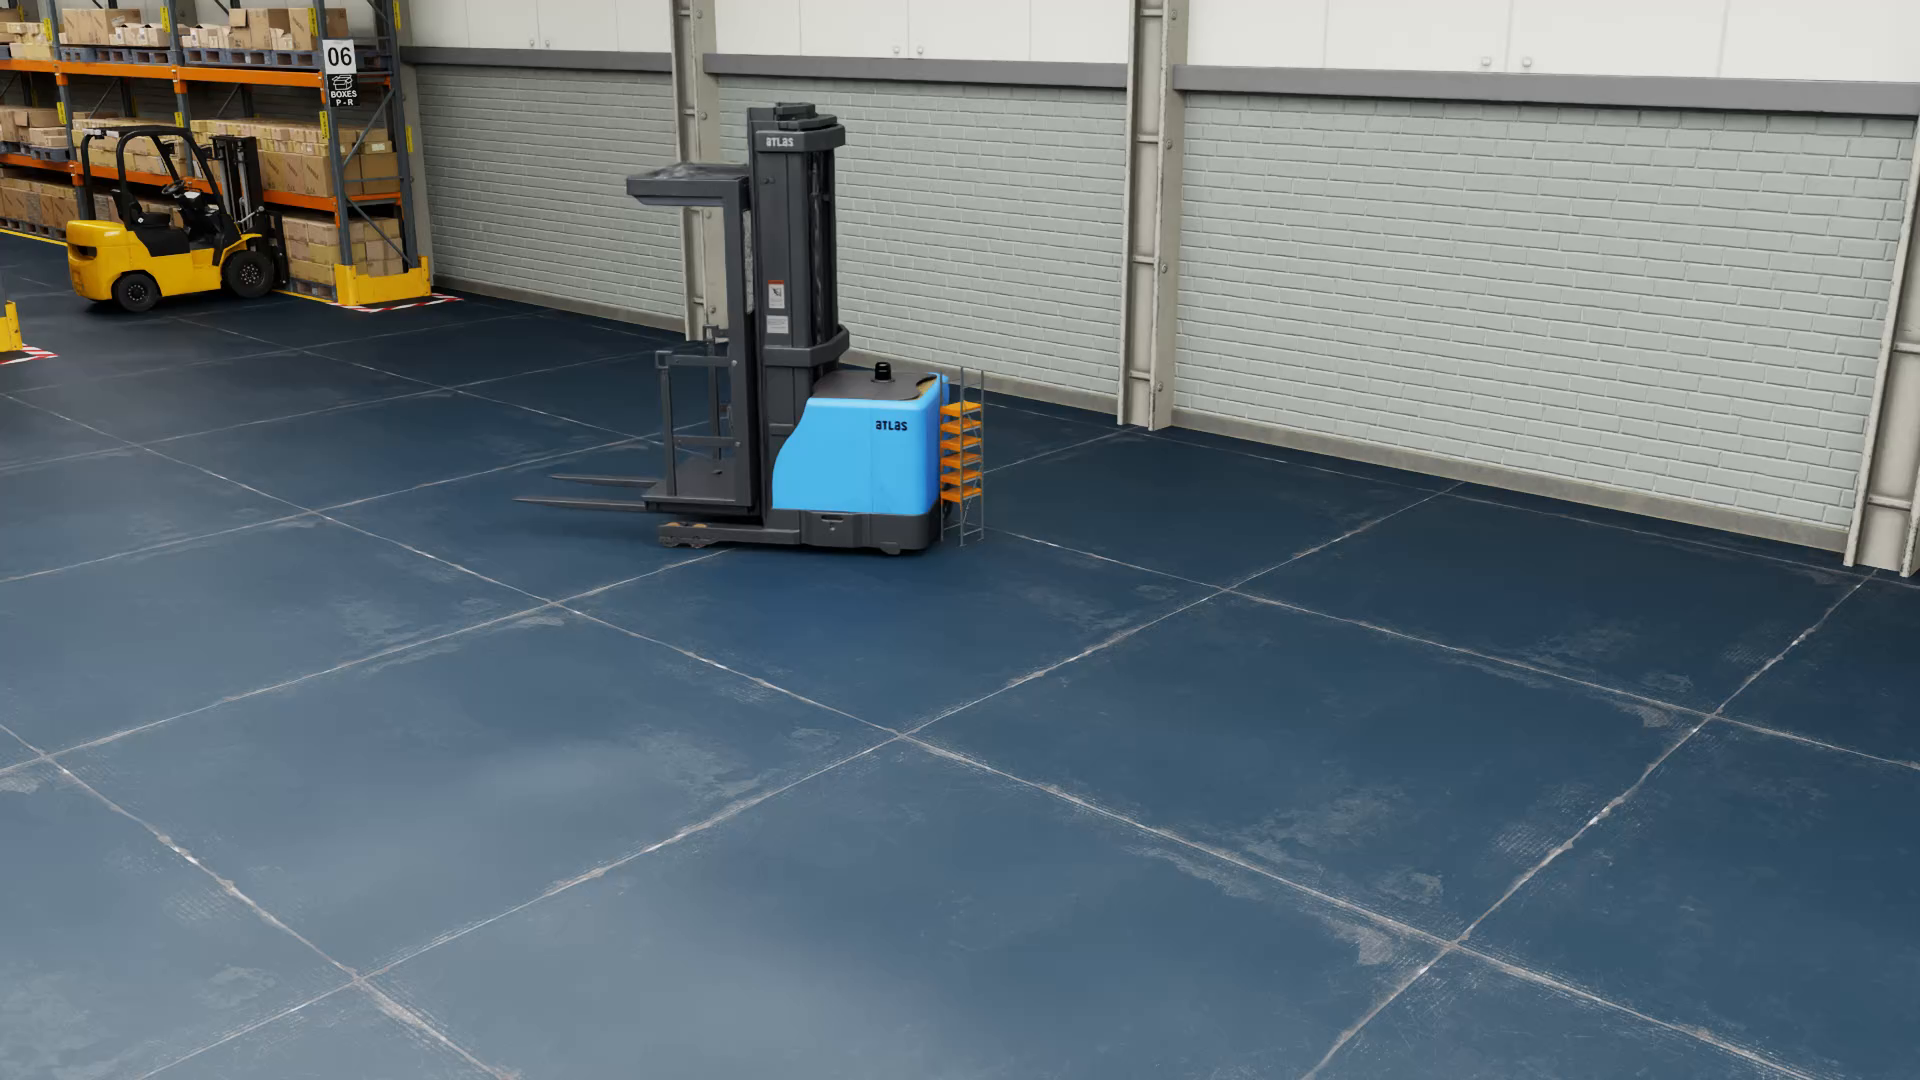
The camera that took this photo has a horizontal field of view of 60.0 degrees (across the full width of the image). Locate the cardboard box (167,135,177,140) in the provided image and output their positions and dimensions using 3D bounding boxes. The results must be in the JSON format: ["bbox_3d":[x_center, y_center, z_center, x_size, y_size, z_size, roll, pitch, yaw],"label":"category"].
[{"bbox_3d":[-10.999,-5.757,23.554,0.250,0.149,0.380,15,23,38],"label":"cardboard box"}]

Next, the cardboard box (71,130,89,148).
[{"bbox_3d":[-13.230,-6.154,25.464,0.500,0.250,0.500,15,23,39],"label":"cardboard box"}]

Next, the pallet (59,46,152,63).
[{"bbox_3d":[-12.816,-7.361,25.199,1.003,0.211,1.213,16,24,42],"label":"pallet"}]

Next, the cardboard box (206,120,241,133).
[{"bbox_3d":[-10.083,-5.673,22.799,0.250,0.149,0.380,15,23,40],"label":"cardboard box"}]

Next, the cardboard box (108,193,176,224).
[{"bbox_3d":[-12.432,-4.947,25.473,0.625,0.625,0.875,16,24,41],"label":"cardboard box"}]

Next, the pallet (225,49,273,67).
[{"bbox_3d":[-8.828,-6.311,21.726,1.213,0.211,1.003,15,23,39],"label":"pallet"}]

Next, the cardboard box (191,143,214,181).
[{"bbox_3d":[-10.233,-5.233,22.977,0.500,0.500,0.500,14,22,38],"label":"cardboard box"}]

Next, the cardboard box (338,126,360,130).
[{"bbox_3d":[-7.889,-5.255,21.482,0.250,0.149,0.380,16,23,40],"label":"cardboard box"}]

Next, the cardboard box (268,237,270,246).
[{"bbox_3d":[-9.111,-3.989,22.246,0.500,0.250,0.500,15,23,39],"label":"cardboard box"}]

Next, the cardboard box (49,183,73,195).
[{"bbox_3d":[-14.480,-5.671,26.886,0.250,0.149,0.380,16,24,41],"label":"cardboard box"}]

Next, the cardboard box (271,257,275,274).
[{"bbox_3d":[-9.098,-3.747,22.310,0.500,0.250,0.500,16,24,41],"label":"cardboard box"}]

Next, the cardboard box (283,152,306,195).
[{"bbox_3d":[-8.324,-4.724,21.372,0.500,0.500,0.500,16,24,41],"label":"cardboard box"}]

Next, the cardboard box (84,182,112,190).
[{"bbox_3d":[-13.986,-5.721,27.046,0.250,0.149,0.380,15,23,40],"label":"cardboard box"}]

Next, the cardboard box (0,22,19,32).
[{"bbox_3d":[-15.252,-8.184,26.547,0.250,0.149,0.380,15,23,40],"label":"cardboard box"}]

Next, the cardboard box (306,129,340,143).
[{"bbox_3d":[-8.012,-5.096,20.981,0.250,0.149,0.380,15,23,39],"label":"cardboard box"}]

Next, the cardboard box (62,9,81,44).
[{"bbox_3d":[-13.003,-7.661,24.810,0.500,0.500,0.500,15,23,40],"label":"cardboard box"}]

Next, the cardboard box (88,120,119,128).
[{"bbox_3d":[-12.930,-6.264,25.153,0.250,0.149,0.380,16,24,41],"label":"cardboard box"}]

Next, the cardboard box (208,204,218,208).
[{"bbox_3d":[-10.238,-4.532,23.131,0.500,0.250,0.500,15,23,38],"label":"cardboard box"}]

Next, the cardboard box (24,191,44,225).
[{"bbox_3d":[-15.003,-5.489,27.387,0.500,0.500,0.500,14,22,37],"label":"cardboard box"}]

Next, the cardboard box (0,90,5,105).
[{"bbox_3d":[-17.312,-7.727,29.517,0.500,0.500,0.500,14,23,38],"label":"cardboard box"}]

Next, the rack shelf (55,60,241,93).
[{"bbox_3d":[-11.887,-6.822,24.380,4.000,0.370,1.077,15,23,39],"label":"rack shelf"}]

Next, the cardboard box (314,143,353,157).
[{"bbox_3d":[-7.845,-4.894,20.835,0.250,0.149,0.380,15,23,40],"label":"cardboard box"}]

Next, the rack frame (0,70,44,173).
[{"bbox_3d":[-16.375,-6.940,28.521,0.127,3.000,1.000,15,23,39],"label":"rack frame"}]

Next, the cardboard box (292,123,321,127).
[{"bbox_3d":[-8.647,-5.462,22.134,0.250,0.149,0.380,15,23,40],"label":"cardboard box"}]

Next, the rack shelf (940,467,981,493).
[{"bbox_3d":[0.014,-0.413,11.470,0.180,0.103,0.258,14,23,38],"label":"rack shelf"}]

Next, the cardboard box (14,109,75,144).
[{"bbox_3d":[-14.727,-6.672,26.812,0.637,0.503,0.797,14,23,38],"label":"cardboard box"}]

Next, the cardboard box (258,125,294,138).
[{"bbox_3d":[-8.959,-5.360,21.813,0.250,0.149,0.380,15,23,40],"label":"cardboard box"}]

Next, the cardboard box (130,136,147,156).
[{"bbox_3d":[-11.696,-5.747,24.183,0.500,0.250,0.500,16,23,40],"label":"cardboard box"}]

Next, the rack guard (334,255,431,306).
[{"bbox_3d":[-7.382,-3.334,21.291,0.348,0.500,1.175,15,23,39],"label":"rack guard"}]

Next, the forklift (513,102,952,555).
[{"bbox_3d":[-1.625,-1.493,11.470,3.031,2.935,1.130,3,18,9],"label":"forklift"}]

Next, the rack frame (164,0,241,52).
[{"bbox_3d":[-10.391,-8.193,22.552,0.127,3.000,1.000,15,23,39],"label":"rack frame"}]

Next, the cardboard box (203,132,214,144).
[{"bbox_3d":[-10.133,-5.515,22.794,0.250,0.149,0.380,16,23,41],"label":"cardboard box"}]

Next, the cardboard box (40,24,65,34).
[{"bbox_3d":[-13.837,-7.829,25.460,0.250,0.149,0.380,16,24,41],"label":"cardboard box"}]

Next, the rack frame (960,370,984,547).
[{"bbox_3d":[0.083,-0.552,11.364,0.006,1.200,0.240,14,23,38],"label":"rack frame"}]

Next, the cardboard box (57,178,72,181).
[{"bbox_3d":[-14.912,-5.999,27.921,0.250,0.149,0.380,15,23,40],"label":"cardboard box"}]

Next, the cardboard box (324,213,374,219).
[{"bbox_3d":[-8.010,-4.136,21.882,0.500,0.250,0.500,15,23,39],"label":"cardboard box"}]

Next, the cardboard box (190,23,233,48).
[{"bbox_3d":[-9.931,-6.747,22.240,0.500,0.311,0.500,16,23,40],"label":"cardboard box"}]

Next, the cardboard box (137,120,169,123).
[{"bbox_3d":[-12.209,-6.278,25.196,0.250,0.149,0.380,15,23,39],"label":"cardboard box"}]

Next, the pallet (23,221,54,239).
[{"bbox_3d":[-14.825,-5.211,27.683,1.213,0.211,1.003,15,23,39],"label":"pallet"}]

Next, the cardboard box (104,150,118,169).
[{"bbox_3d":[-12.451,-5.717,24.915,0.500,0.250,0.500,14,22,38],"label":"cardboard box"}]

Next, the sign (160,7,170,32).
[{"bbox_3d":[-10.744,-7.035,22.487,0.005,0.325,0.100,15,23,39],"label":"sign"}]

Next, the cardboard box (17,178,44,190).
[{"bbox_3d":[-15.449,-5.928,27.698,0.250,0.149,0.380,15,23,39],"label":"cardboard box"}]

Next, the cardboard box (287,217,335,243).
[{"bbox_3d":[-8.337,-4.020,21.518,0.500,0.250,0.500,16,23,40],"label":"cardboard box"}]

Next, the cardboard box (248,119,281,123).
[{"bbox_3d":[-9.585,-5.727,22.968,0.250,0.149,0.380,15,23,39],"label":"cardboard box"}]

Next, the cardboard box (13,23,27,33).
[{"bbox_3d":[-14.617,-8.039,26.123,0.250,0.149,0.380,14,23,38],"label":"cardboard box"}]

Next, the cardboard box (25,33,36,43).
[{"bbox_3d":[-14.383,-7.857,26.040,0.250,0.149,0.380,15,23,39],"label":"cardboard box"}]

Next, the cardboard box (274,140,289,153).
[{"bbox_3d":[-8.618,-5.099,21.483,0.250,0.149,0.380,14,22,38],"label":"cardboard box"}]

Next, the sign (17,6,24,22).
[{"bbox_3d":[-16.009,-8.930,28.327,0.005,0.325,0.100,15,23,39],"label":"sign"}]

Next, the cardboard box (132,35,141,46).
[{"bbox_3d":[-11.415,-7.044,23.444,0.250,0.149,0.380,15,23,39],"label":"cardboard box"}]

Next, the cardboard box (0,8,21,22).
[{"bbox_3d":[-15.881,-8.746,27.630,0.258,0.266,0.396,15,23,39],"label":"cardboard box"}]

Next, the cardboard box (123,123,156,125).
[{"bbox_3d":[-12.109,-6.076,24.560,0.250,0.149,0.380,15,23,39],"label":"cardboard box"}]

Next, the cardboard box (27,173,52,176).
[{"bbox_3d":[-15.908,-6.249,28.710,0.250,0.149,0.380,14,22,37],"label":"cardboard box"}]

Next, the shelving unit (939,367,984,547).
[{"bbox_3d":[0.014,-0.569,11.421,0.189,1.200,0.258,14,23,38],"label":"shelving unit"}]

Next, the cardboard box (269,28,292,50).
[{"bbox_3d":[-8.411,-6.293,20.885,0.258,0.266,0.396,15,23,39],"label":"cardboard box"}]
